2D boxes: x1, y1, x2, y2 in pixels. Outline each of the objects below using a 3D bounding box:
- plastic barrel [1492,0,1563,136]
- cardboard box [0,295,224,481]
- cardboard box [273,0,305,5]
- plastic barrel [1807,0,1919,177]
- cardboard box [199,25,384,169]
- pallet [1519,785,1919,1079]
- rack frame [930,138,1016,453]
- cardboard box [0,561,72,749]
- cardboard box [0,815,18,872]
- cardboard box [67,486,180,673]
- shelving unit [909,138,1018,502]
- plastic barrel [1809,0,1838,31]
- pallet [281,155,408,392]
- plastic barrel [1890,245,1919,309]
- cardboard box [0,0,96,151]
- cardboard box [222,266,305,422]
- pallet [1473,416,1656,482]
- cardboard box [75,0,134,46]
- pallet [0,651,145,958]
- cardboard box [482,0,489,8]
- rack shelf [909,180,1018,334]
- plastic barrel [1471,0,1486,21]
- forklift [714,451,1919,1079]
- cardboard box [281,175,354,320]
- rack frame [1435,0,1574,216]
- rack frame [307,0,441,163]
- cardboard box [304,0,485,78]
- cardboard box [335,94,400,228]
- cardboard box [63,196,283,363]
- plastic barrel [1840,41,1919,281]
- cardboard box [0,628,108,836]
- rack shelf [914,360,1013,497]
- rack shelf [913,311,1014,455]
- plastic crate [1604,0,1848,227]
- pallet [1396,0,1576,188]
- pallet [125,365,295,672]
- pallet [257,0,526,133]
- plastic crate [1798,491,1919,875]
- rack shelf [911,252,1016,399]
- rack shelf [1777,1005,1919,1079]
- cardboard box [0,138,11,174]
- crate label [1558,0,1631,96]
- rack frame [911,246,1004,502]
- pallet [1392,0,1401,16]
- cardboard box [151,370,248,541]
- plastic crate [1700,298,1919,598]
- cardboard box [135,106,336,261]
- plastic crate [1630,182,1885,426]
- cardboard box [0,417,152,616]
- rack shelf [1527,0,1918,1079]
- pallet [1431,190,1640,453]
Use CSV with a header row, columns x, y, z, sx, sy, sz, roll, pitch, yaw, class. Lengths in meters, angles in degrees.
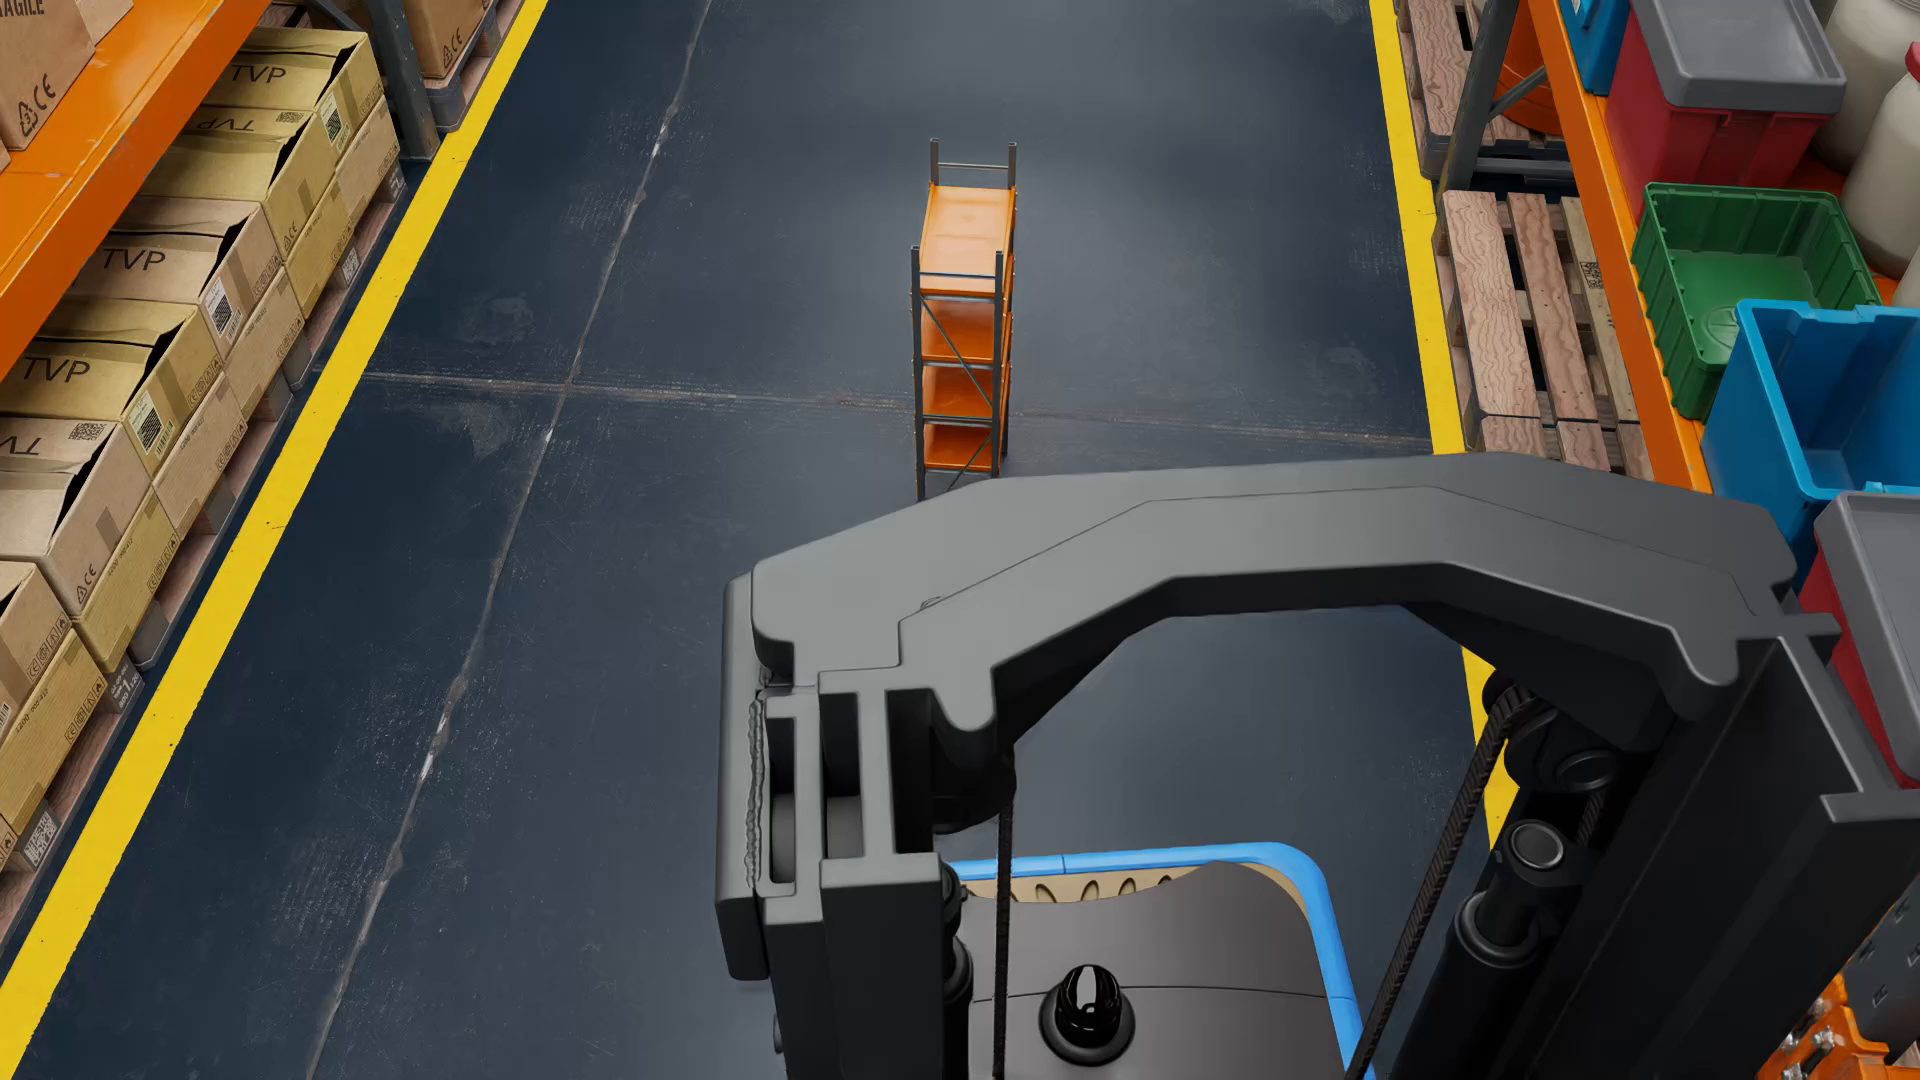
x,y,z,sx,sy,sz,roll,pitch,yaw,class
2.364,-2.029,6.259,0.600,0.830,0.708,4,48,4,plastic barrel
-2.536,-0.475,4.850,0.500,0.311,0.500,5,48,5,cardboard box
-2.744,-2.602,6.993,0.500,0.500,0.500,6,48,5,cardboard box
2.417,-1.216,4.254,0.421,0.512,0.421,0,48,0,plastic barrel
-2.398,-1.596,5.876,0.500,0.311,0.500,5,48,5,cardboard box
2.005,1.042,4.154,1.003,0.211,1.213,4,48,4,pallet
0.037,-0.706,5.083,0.240,1.200,0.015,4,48,4,rack frame
-2.624,0.287,4.153,0.500,0.311,0.500,3,48,3,cardboard box
-2.677,0.851,4.017,0.500,0.250,0.500,3,48,3,cardboard box
-2.584,0.095,4.709,0.500,0.250,0.500,3,48,2,cardboard box
0.015,-0.527,4.919,0.258,1.200,0.503,4,48,4,shelving unit
2.456,-1.526,4.537,0.421,0.512,0.421,0,48,0,plastic barrel
-2.710,-1.051,6.068,1.003,0.211,1.213,4,48,4,pallet
2.345,-0.593,3.667,0.433,0.535,0.433,0,48,0,plastic barrel
-2.732,-1.394,4.425,0.500,0.500,0.500,2,48,1,cardboard box
-2.493,-0.657,5.397,0.500,0.250,0.500,5,48,4,cardboard box
2.114,0.143,4.976,1.003,0.211,1.213,4,48,4,pallet
-2.656,-1.569,4.822,0.380,0.149,0.250,7,48,6,cardboard box
-2.932,0.742,4.428,1.003,0.211,1.213,4,48,4,pallet
-2.228,-2.600,6.991,0.500,0.500,0.500,2,48,2,cardboard box
0.015,-0.792,4.629,0.258,0.148,0.480,4,48,4,rack shelf
2.327,-2.342,6.761,0.421,0.512,0.421,0,48,0,plastic barrel
0.309,1.437,1.950,1.130,2.935,3.031,-3,48,-3,forklift
-2.444,-1.026,5.735,0.500,0.250,0.500,3,48,3,cardboard box
2.337,-2.259,5.283,1.000,3.000,0.127,4,48,4,rack frame
-2.596,-2.594,5.590,1.000,3.000,0.127,4,48,4,rack frame
-2.270,-2.215,6.639,0.500,0.500,0.500,6,48,5,cardboard box
-2.401,-1.405,6.081,0.500,0.250,0.500,5,48,4,cardboard box
-2.488,-0.843,5.187,0.500,0.311,0.500,4,48,3,cardboard box
2.384,-0.910,3.958,0.433,0.535,0.433,0,48,0,plastic barrel
-2.629,0.476,4.361,0.500,0.250,0.500,5,48,5,cardboard box
0.015,-0.347,5.115,0.258,0.148,0.480,4,48,4,rack shelf
0.015,-0.481,4.968,0.258,0.148,0.480,4,48,4,rack shelf
1.885,-1.113,4.192,0.402,0.464,0.583,4,48,4,plastic crate
2.367,-1.900,6.844,1.003,0.211,1.213,4,48,4,pallet
-2.823,-0.157,5.251,1.003,0.211,1.213,4,48,4,pallet
-2.490,-2.199,7.119,1.003,0.211,1.213,4,48,4,pallet
1.712,0.283,2.915,0.402,0.464,0.583,4,48,4,plastic crate
0.015,-0.632,4.803,0.258,0.148,0.480,4,48,4,rack shelf
1.790,2.393,1.516,1.077,0.370,4.000,4,48,4,rack shelf
-2.780,-1.007,4.071,0.500,0.500,0.500,4,48,4,cardboard box
1.977,-1.559,4.619,0.502,0.435,0.616,4,48,4,crate label
-0.007,-0.347,4.755,0.240,1.200,0.015,4,48,4,rack frame
2.481,-2.794,7.662,1.003,0.211,1.213,4,48,4,pallet
-2.537,-0.279,5.051,0.500,0.250,0.500,5,48,4,cardboard box
1.763,-0.145,3.361,0.392,0.384,0.575,4,48,4,plastic crate
-2.439,-1.214,5.526,0.500,0.311,0.500,3,48,3,cardboard box
1.850,-0.546,3.861,0.450,0.188,0.662,4,48,4,plastic crate
-2.578,-0.093,4.501,0.500,0.311,0.500,2,48,2,cardboard box
2.154,-0.546,4.204,1.077,0.370,4.000,4,48,4,rack shelf
2.227,-0.751,5.794,1.003,0.211,1.213,4,48,4,pallet
